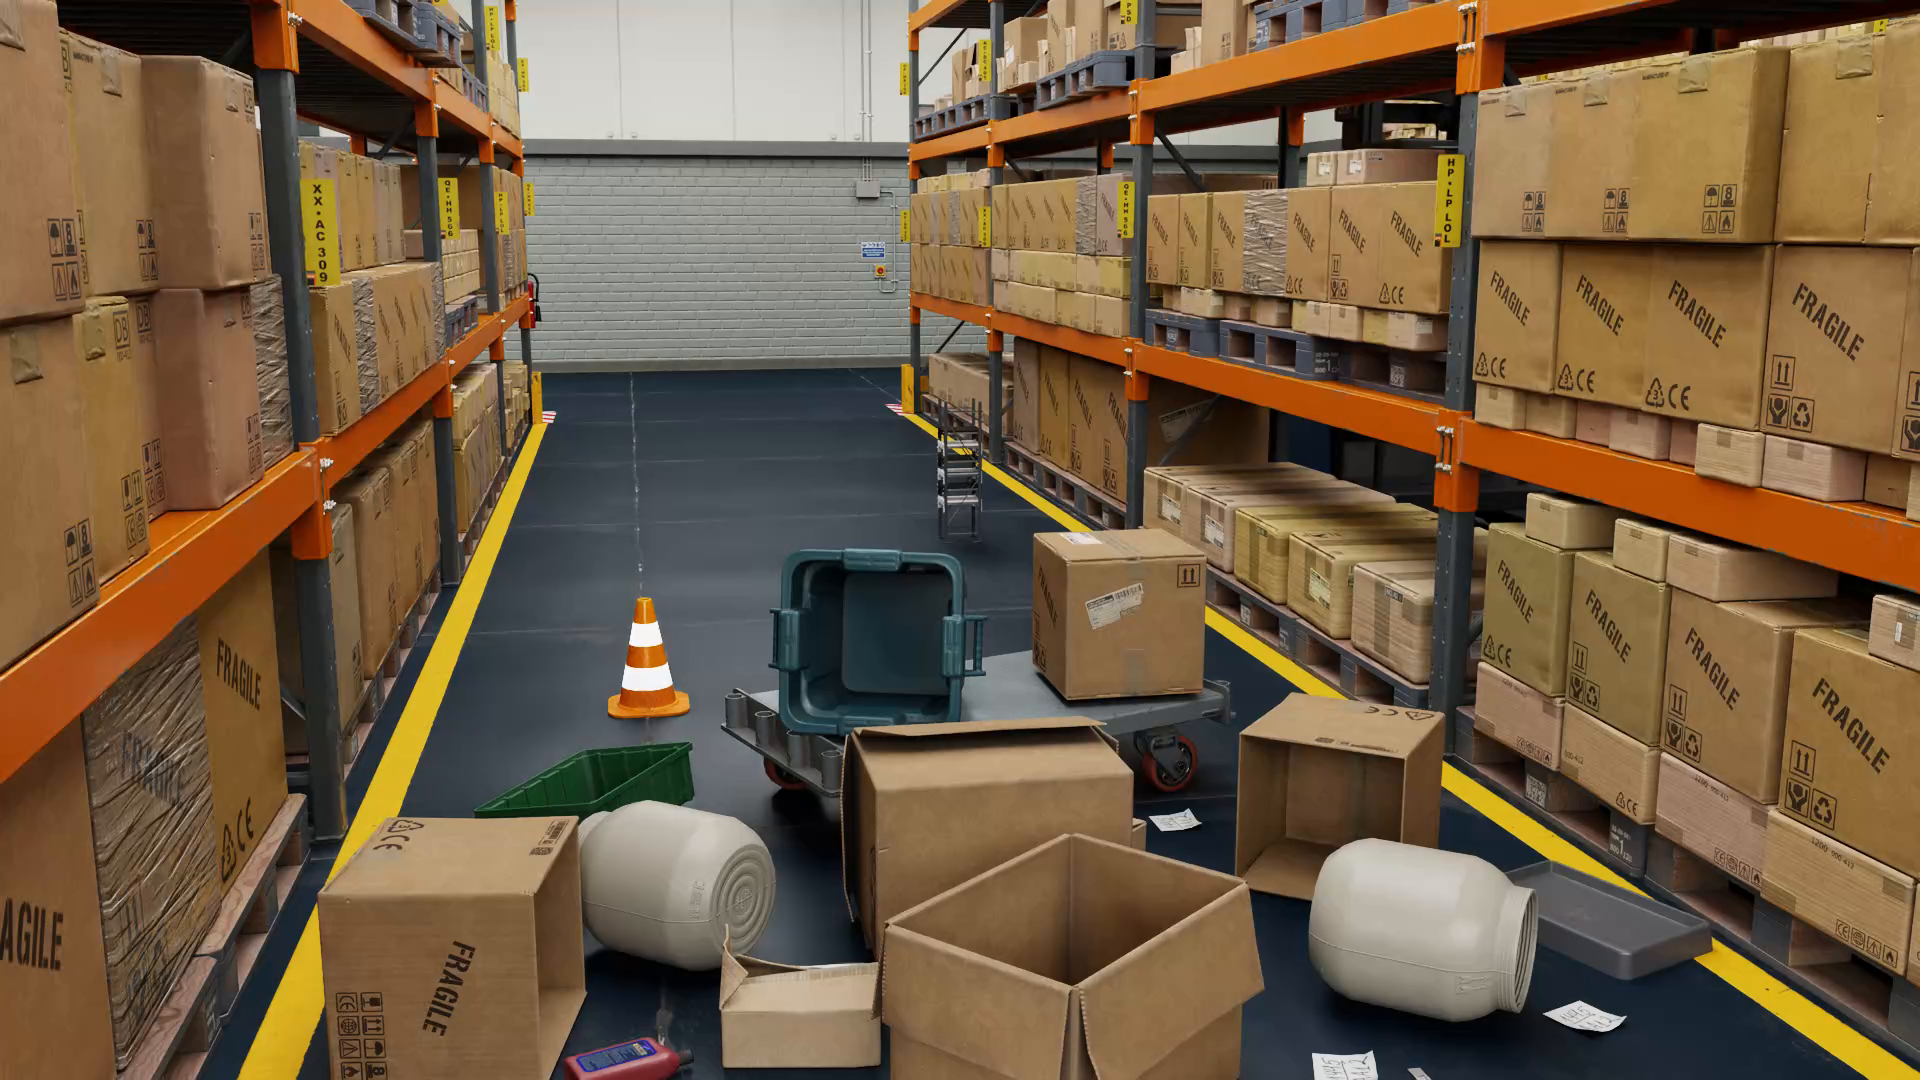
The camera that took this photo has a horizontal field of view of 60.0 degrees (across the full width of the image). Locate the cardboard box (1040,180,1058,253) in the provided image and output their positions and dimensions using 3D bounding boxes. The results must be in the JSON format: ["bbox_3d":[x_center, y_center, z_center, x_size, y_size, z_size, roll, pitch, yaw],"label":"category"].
[{"bbox_3d":[0.878,-2.308,11.857,0.500,0.500,0.500,-2,11,-12],"label":"cardboard box"}]

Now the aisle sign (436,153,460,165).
[{"bbox_3d":[-5.175,-3.952,16.486,0.394,0.787,0.004,-2,11,-11],"label":"aisle sign"}]

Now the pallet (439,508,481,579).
[{"bbox_3d":[-3.462,0.021,10.021,1.003,0.211,1.213,-2,11,-11],"label":"pallet"}]

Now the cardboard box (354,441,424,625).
[{"bbox_3d":[-3.108,-0.031,7.732,1.050,0.750,0.750,-2,11,-10],"label":"cardboard box"}]

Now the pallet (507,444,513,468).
[{"bbox_3d":[-4.254,-0.691,13.762,1.003,0.211,1.213,-2,11,-11],"label":"pallet"}]

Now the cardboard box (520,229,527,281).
[{"bbox_3d":[-4.527,-2.795,16.295,0.500,0.500,0.500,-2,11,-10],"label":"cardboard box"}]

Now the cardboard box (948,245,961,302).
[{"bbox_3d":[0.188,-2.448,15.270,0.500,0.500,0.500,-2,11,-12],"label":"cardboard box"}]

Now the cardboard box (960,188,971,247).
[{"bbox_3d":[0.293,-2.848,14.694,0.500,0.500,0.500,-2,11,-12],"label":"cardboard box"}]

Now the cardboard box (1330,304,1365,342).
[{"bbox_3d":[1.813,-0.932,7.122,0.380,0.149,0.250,-2,11,-12],"label":"cardboard box"}]

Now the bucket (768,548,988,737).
[{"bbox_3d":[-0.245,0.331,5.626,0.726,0.611,0.620,2,1,9],"label":"bucket"}]

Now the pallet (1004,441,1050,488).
[{"bbox_3d":[0.971,-0.629,13.436,1.003,0.211,1.213,-2,11,-11],"label":"pallet"}]

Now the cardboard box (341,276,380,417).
[{"bbox_3d":[-2.470,-0.720,6.188,0.500,0.500,0.500,-2,11,-11],"label":"cardboard box"}]

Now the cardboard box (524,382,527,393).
[{"bbox_3d":[-4.484,-1.538,16.461,0.380,0.149,0.250,-2,11,-13],"label":"cardboard box"}]

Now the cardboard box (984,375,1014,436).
[{"bbox_3d":[0.730,-1.204,14.730,0.875,0.438,0.875,-2,11,-12],"label":"cardboard box"}]

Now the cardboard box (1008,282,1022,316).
[{"bbox_3d":[0.676,-1.879,12.946,0.500,0.250,0.500,-2,11,-12],"label":"cardboard box"}]

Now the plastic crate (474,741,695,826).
[{"bbox_3d":[-1.214,0.866,5.493,0.450,0.188,0.662,-7,8,20],"label":"plastic crate"}]

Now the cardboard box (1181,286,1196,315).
[{"bbox_3d":[1.436,-1.315,9.134,0.380,0.149,0.250,-3,11,-15],"label":"cardboard box"}]

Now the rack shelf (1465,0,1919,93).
[{"bbox_3d":[2.692,-1.424,4.055,1.077,0.370,4.000,-2,11,-11],"label":"rack shelf"}]

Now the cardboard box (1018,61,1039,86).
[{"bbox_3d":[0.650,-3.458,12.320,0.380,0.166,0.250,-3,11,-15],"label":"cardboard box"}]

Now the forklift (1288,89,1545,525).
[{"bbox_3d":[3.063,-1.475,10.605,1.130,2.935,3.031,-2,11,-10],"label":"forklift"}]

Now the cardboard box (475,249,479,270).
[{"bbox_3d":[-3.818,-2.102,12.472,0.380,0.149,0.250,-2,11,-9],"label":"cardboard box"}]

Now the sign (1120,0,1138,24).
[{"bbox_3d":[0.979,-3.152,9.616,0.100,0.325,0.005,-2,11,-11],"label":"sign"}]

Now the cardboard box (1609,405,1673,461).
[{"bbox_3d":[2.245,-0.339,5.126,0.380,0.149,0.250,-2,11,-9],"label":"cardboard box"}]

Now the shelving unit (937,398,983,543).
[{"bbox_3d":[-0.002,-0.444,10.620,0.258,0.900,0.210,-2,11,-11],"label":"shelving unit"}]

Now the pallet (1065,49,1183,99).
[{"bbox_3d":[1.348,-2.901,10.397,1.213,0.211,1.003,-2,11,-8],"label":"pallet"}]

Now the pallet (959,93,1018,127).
[{"bbox_3d":[0.598,-3.718,14.423,1.003,0.211,1.213,-2,11,-11],"label":"pallet"}]

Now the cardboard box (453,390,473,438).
[{"bbox_3d":[-3.306,-0.780,10.331,0.500,0.250,0.500,-2,11,-12],"label":"cardboard box"}]

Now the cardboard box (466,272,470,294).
[{"bbox_3d":[-3.672,-1.817,11.768,0.380,0.149,0.250,-3,11,-14],"label":"cardboard box"}]

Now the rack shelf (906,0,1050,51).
[{"bbox_3d":[0.358,-4.902,15.375,1.077,0.370,4.000,-2,11,-11],"label":"rack shelf"}]

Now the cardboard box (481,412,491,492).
[{"bbox_3d":[-3.503,-0.602,11.401,0.500,0.500,0.500,-2,11,-12],"label":"cardboard box"}]

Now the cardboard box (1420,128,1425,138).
[{"bbox_3d":[4.895,-4.100,16.867,0.380,0.149,0.250,-2,11,-12],"label":"cardboard box"}]

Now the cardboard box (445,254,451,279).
[{"bbox_3d":[-3.415,-1.721,10.468,0.380,0.149,0.250,-2,11,-11],"label":"cardboard box"}]

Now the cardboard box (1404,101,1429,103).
[{"bbox_3d":[4.869,-4.568,16.919,0.500,0.250,0.500,-2,11,-12],"label":"cardboard box"}]

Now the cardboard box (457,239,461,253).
[{"bbox_3d":[-3.567,-2.009,11.184,0.380,0.149,0.250,-3,11,-14],"label":"cardboard box"}]

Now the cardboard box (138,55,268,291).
[{"bbox_3d":[-2.274,-0.910,4.168,0.875,0.550,0.550,-2,11,-11],"label":"cardboard box"}]

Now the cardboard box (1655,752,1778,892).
[{"bbox_3d":[2.373,0.787,4.770,0.500,0.250,0.500,-2,11,-12],"label":"cardboard box"}]

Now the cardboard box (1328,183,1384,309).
[{"bbox_3d":[1.890,-1.239,6.998,0.500,0.500,0.500,-2,11,-11],"label":"cardboard box"}]

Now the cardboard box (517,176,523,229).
[{"bbox_3d":[-4.534,-3.284,16.192,0.500,0.500,0.500,-2,11,-12],"label":"cardboard box"}]

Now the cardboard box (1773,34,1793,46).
[{"bbox_3d":[5.979,-3.526,11.719,0.380,0.149,0.250,-2,11,-12],"label":"cardboard box"}]

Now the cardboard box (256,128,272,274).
[{"bbox_3d":[-2.635,-1.103,5.527,0.700,0.500,0.500,-2,11,-12],"label":"cardboard box"}]

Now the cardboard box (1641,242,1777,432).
[{"bbox_3d":[2.320,-0.591,4.716,0.500,0.500,0.500,-2,11,-11],"label":"cardboard box"}]

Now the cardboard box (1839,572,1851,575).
[{"bbox_3d":[2.782,0.298,5.335,0.500,0.500,0.500,-2,11,-10],"label":"cardboard box"}]

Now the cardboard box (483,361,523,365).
[{"bbox_3d":[-4.515,-1.683,16.426,0.380,0.149,0.250,-2,11,-10],"label":"cardboard box"}]

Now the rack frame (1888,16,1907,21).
[{"bbox_3d":[6.393,-4.532,10.441,1.000,3.000,0.127,-2,11,-11],"label":"rack frame"}]

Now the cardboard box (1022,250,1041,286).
[{"bbox_3d":[0.757,-2.030,12.405,0.500,0.250,0.500,-2,11,-10],"label":"cardboard box"}]

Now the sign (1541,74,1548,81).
[{"bbox_3d":[5.084,-4.025,14.417,0.100,0.325,0.005,-2,11,-11],"label":"sign"}]

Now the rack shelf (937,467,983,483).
[{"bbox_3d":[-0.002,-0.411,10.626,0.258,0.077,0.200,-2,11,-11],"label":"rack shelf"}]

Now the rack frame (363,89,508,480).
[{"bbox_3d":[-4.089,-1.939,12.861,1.000,3.000,0.127,-2,11,-11],"label":"rack frame"}]

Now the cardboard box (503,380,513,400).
[{"bbox_3d":[-4.088,-1.302,14.423,0.380,0.149,0.250,-2,11,-10],"label":"cardboard box"}]

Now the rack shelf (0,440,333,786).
[{"bbox_3d":[-2.144,0.249,3.292,1.077,0.370,4.000,-2,11,-11],"label":"rack shelf"}]

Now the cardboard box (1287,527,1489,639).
[{"bbox_3d":[2.055,0.187,7.599,0.950,0.372,0.625,-1,11,-7],"label":"cardboard box"}]

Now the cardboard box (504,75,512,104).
[{"bbox_3d":[-4.330,-4.055,15.021,0.500,0.250,0.500,-2,11,-10],"label":"cardboard box"}]

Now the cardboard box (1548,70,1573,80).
[{"bbox_3d":[5.243,-4.000,14.151,0.380,0.149,0.250,-2,11,-9],"label":"cardboard box"}]

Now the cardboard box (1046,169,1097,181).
[{"bbox_3d":[0.940,-3.064,14.095,0.380,0.149,0.250,-2,11,-12],"label":"cardboard box"}]

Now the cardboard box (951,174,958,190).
[{"bbox_3d":[0.126,-3.323,15.455,0.380,0.149,0.250,-2,11,-11],"label":"cardboard box"}]

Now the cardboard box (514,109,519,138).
[{"bbox_3d":[-4.413,-3.905,15.571,0.500,0.250,0.500,-2,11,-11],"label":"cardboard box"}]
